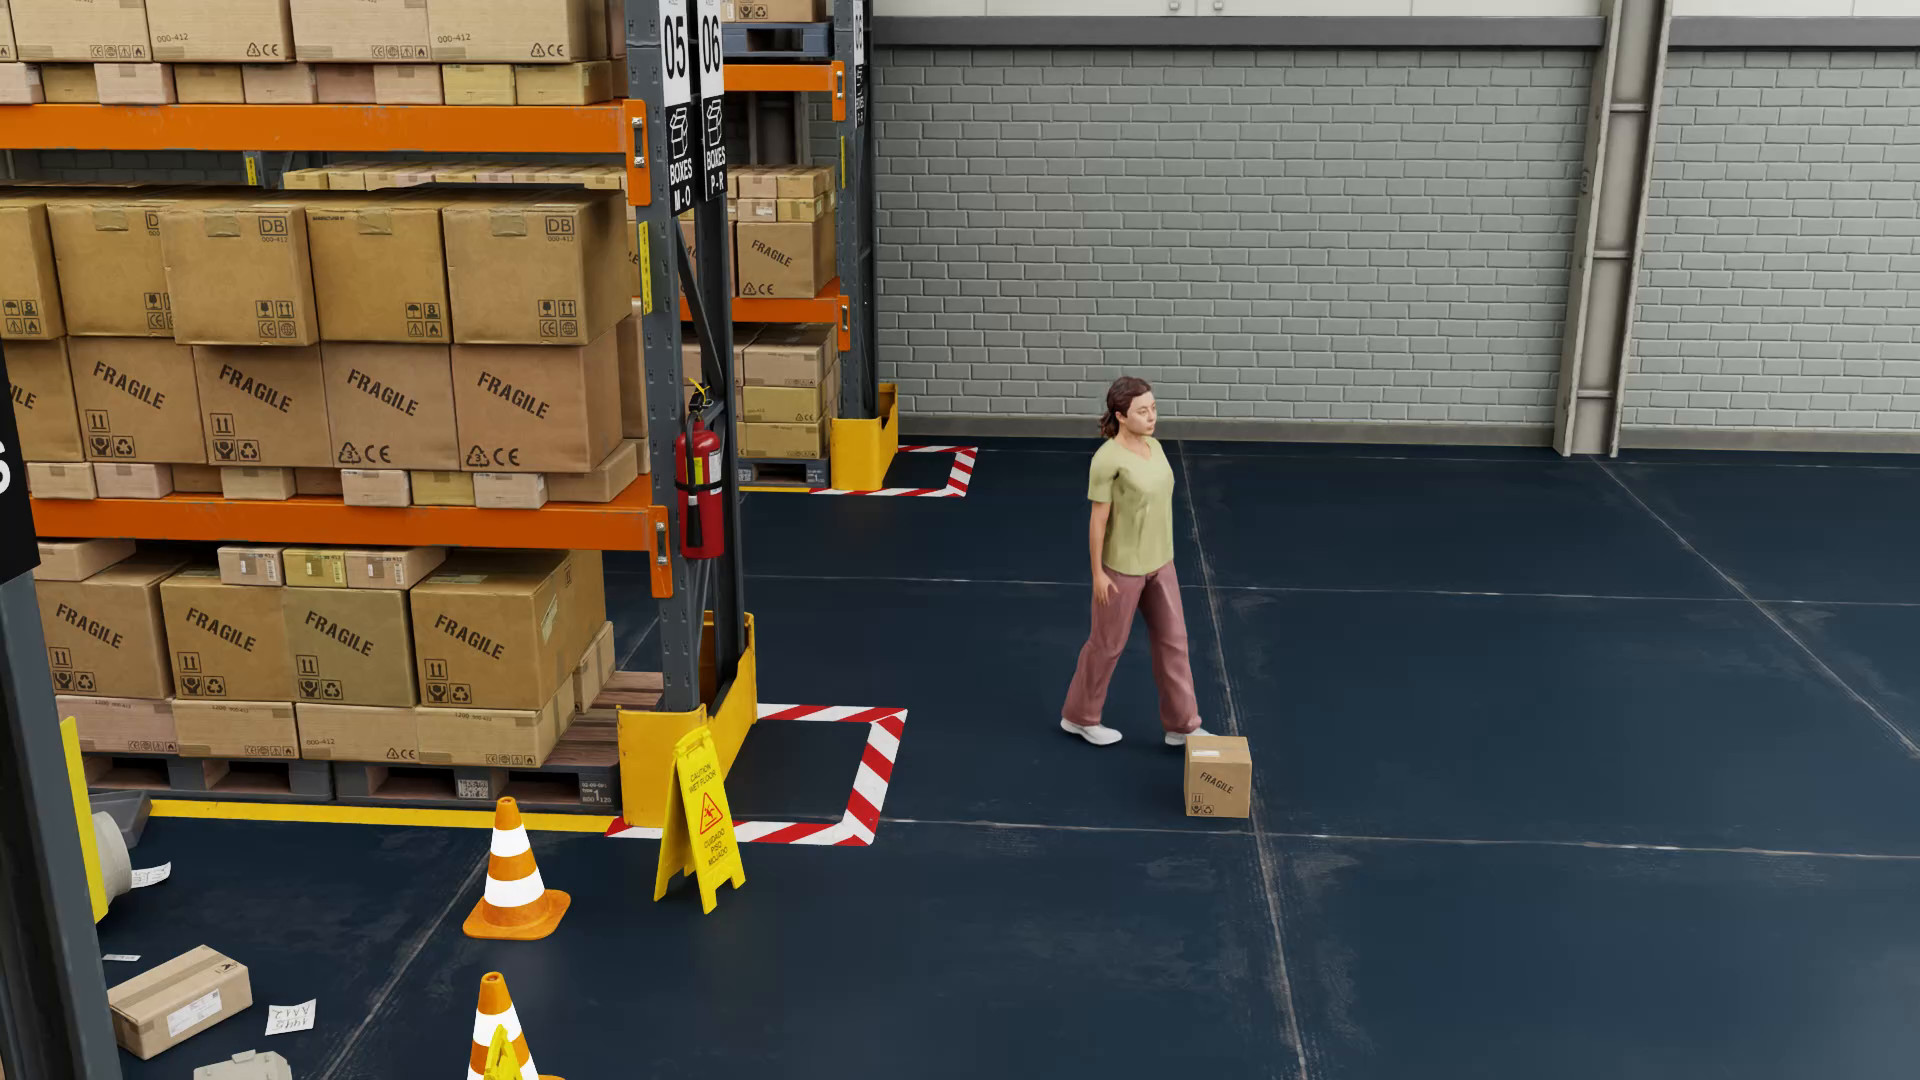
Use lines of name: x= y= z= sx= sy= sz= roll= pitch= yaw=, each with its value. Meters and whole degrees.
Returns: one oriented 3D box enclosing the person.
person: x=0.798 y=0.123 z=7.152 sx=0.716 sy=1.659 sz=0.447 roll=17 pitch=24 yaw=42
